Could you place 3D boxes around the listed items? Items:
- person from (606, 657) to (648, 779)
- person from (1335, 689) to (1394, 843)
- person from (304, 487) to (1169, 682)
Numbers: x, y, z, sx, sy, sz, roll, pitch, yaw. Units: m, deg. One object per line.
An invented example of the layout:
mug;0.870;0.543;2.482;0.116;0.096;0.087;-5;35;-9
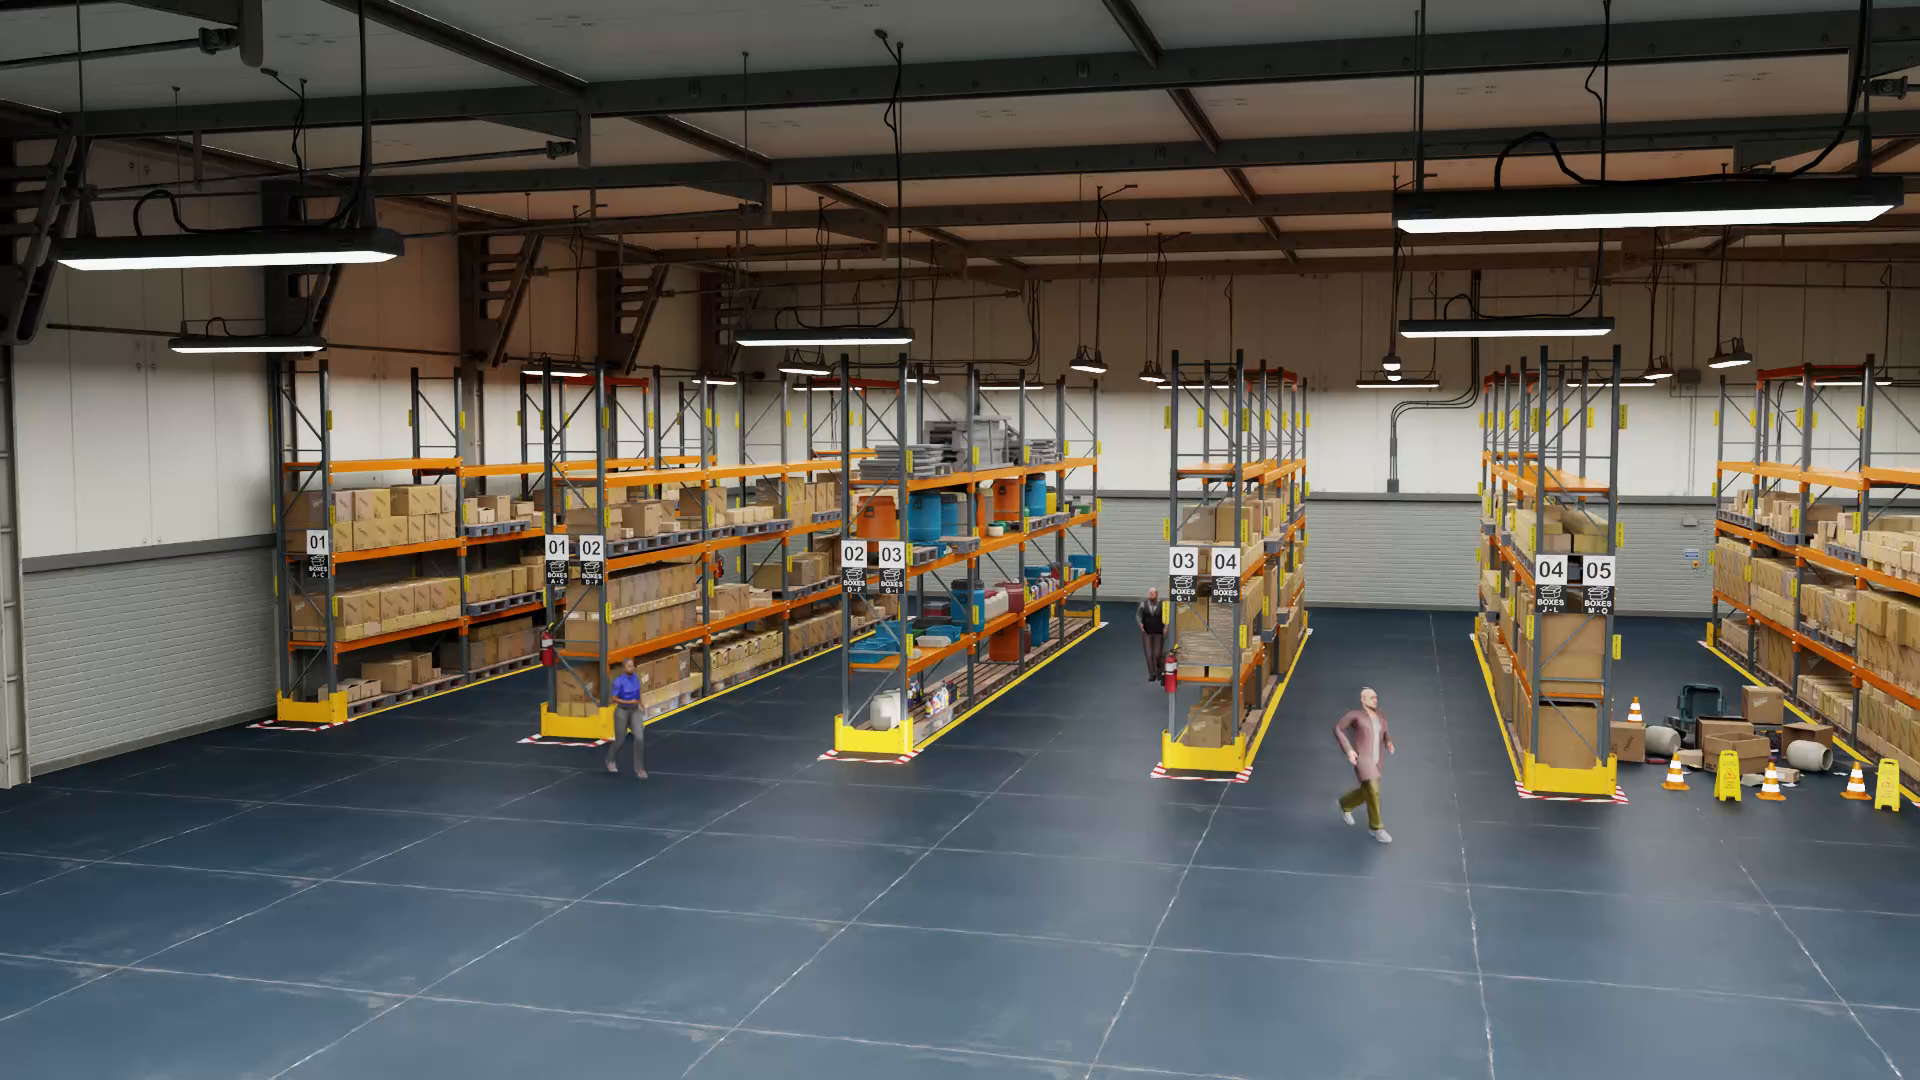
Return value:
person;-4.694;2.508;23.412;0.767;1.708;0.593;4;6;43
person;4.892;2.642;20.099;0.678;1.720;0.984;-3;5;-35
person;-3.653;0.824;29.269;14.197;3.615;5.249;1;4;14
